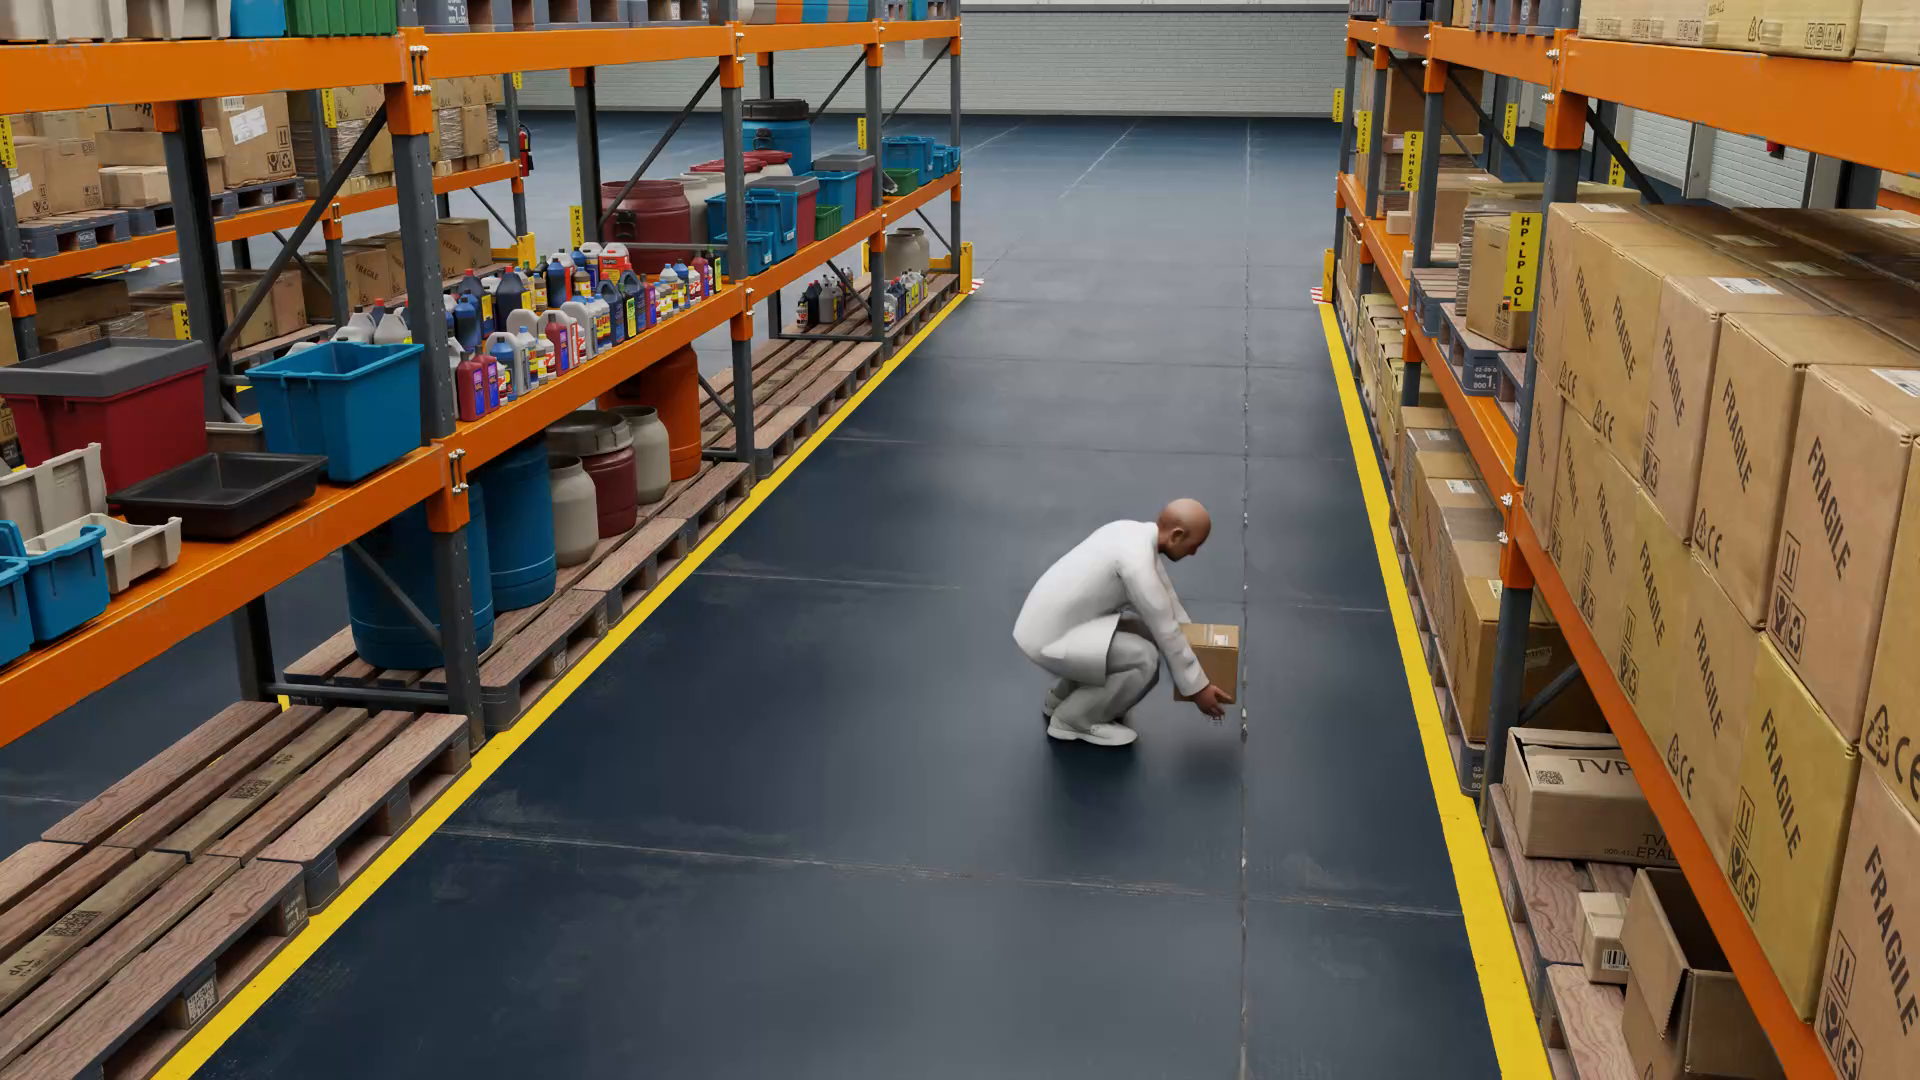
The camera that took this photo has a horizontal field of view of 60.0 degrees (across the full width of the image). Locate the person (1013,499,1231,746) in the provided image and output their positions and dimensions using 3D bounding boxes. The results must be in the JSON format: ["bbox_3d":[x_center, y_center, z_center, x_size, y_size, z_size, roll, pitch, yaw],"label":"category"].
[{"bbox_3d":[0.673,0.322,6.847,0.909,1.009,0.582,2,18,8],"label":"person"}]
